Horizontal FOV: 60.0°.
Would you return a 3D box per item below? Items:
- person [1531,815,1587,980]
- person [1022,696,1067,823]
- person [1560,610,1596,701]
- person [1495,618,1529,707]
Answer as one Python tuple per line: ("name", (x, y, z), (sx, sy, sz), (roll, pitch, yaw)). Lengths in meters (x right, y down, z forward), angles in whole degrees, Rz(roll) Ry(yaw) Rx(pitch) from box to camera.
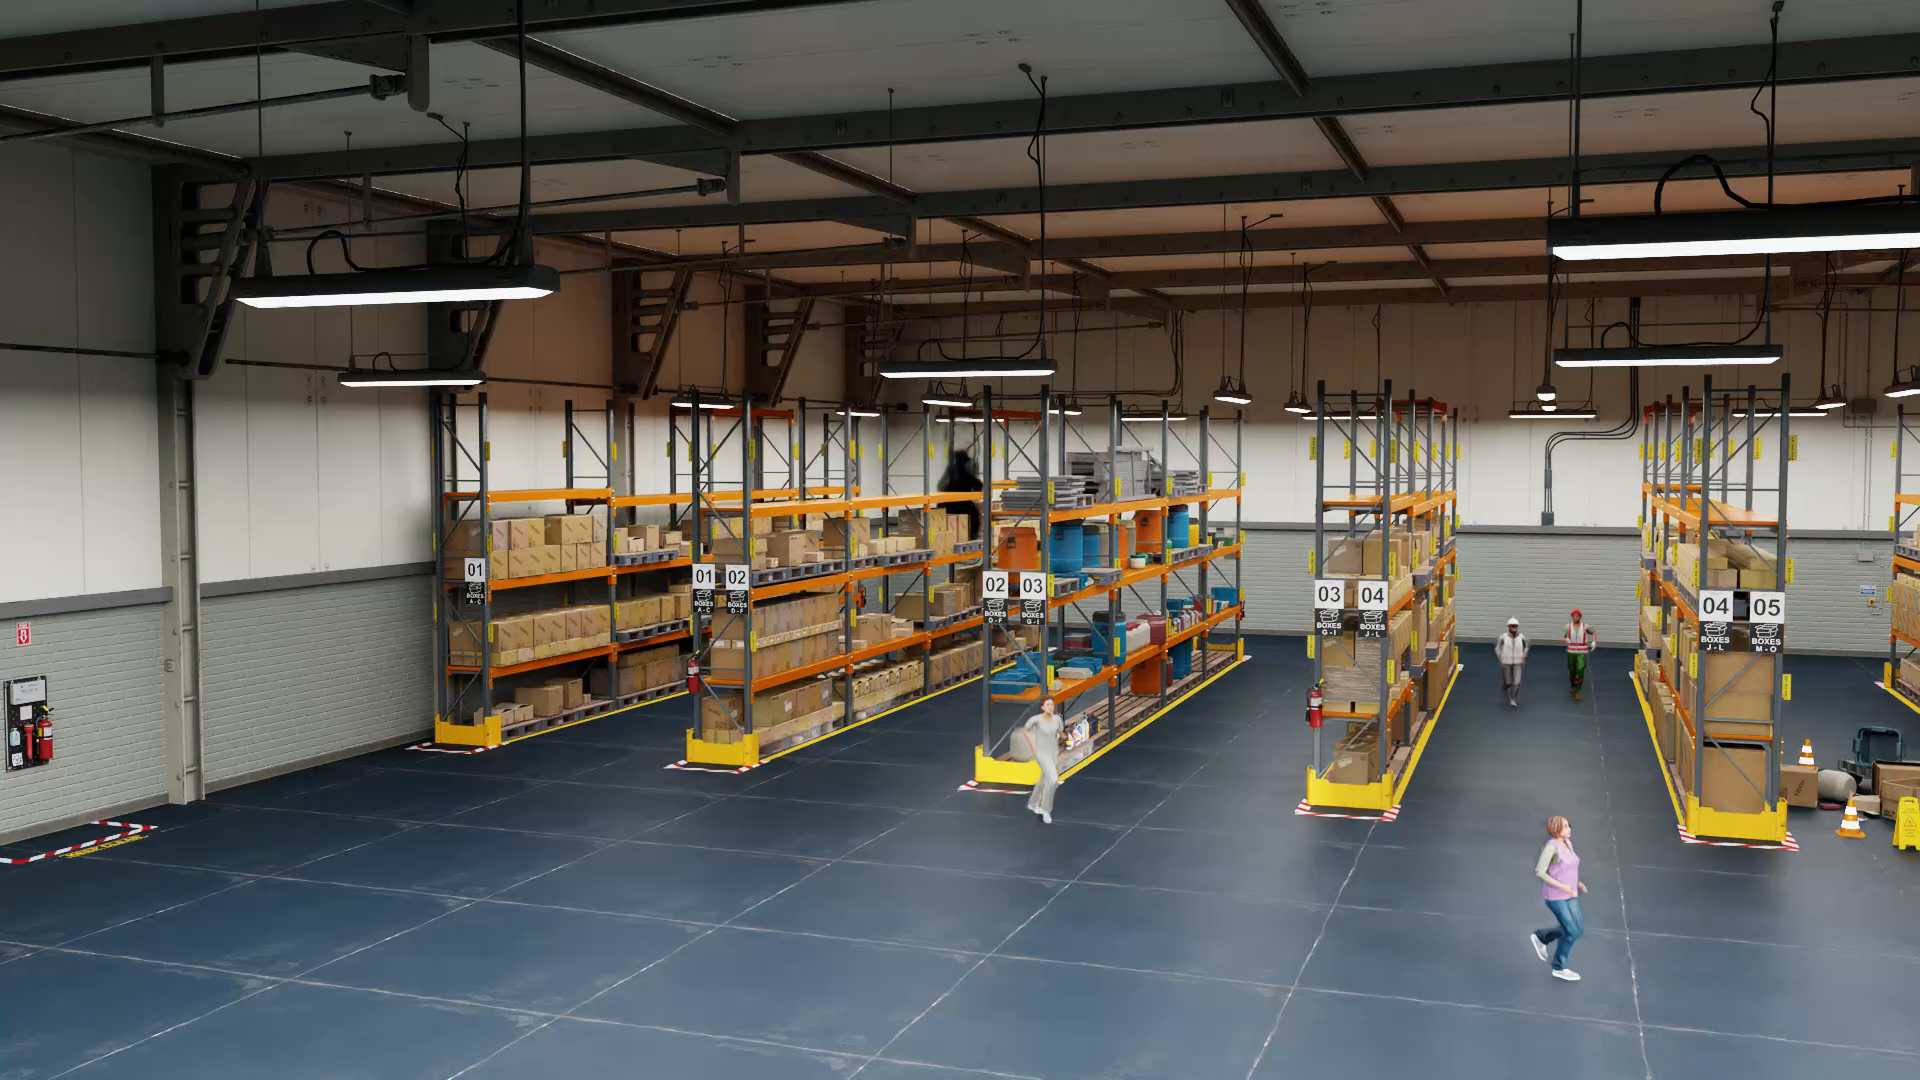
("person", (5.669, 3.382, 15.820), (0.534, 1.547, 0.566), (-3, 4, -43))
("person", (1.184, 2.977, 22.639), (0.536, 1.723, 0.734), (-2, 4, -35))
("person", (12.526, 2.312, 33.748), (0.667, 1.801, 0.908), (2, 3, 28))
("person", (10.893, 2.399, 32.830), (0.647, 1.727, 0.637), (1, 3, 10))
